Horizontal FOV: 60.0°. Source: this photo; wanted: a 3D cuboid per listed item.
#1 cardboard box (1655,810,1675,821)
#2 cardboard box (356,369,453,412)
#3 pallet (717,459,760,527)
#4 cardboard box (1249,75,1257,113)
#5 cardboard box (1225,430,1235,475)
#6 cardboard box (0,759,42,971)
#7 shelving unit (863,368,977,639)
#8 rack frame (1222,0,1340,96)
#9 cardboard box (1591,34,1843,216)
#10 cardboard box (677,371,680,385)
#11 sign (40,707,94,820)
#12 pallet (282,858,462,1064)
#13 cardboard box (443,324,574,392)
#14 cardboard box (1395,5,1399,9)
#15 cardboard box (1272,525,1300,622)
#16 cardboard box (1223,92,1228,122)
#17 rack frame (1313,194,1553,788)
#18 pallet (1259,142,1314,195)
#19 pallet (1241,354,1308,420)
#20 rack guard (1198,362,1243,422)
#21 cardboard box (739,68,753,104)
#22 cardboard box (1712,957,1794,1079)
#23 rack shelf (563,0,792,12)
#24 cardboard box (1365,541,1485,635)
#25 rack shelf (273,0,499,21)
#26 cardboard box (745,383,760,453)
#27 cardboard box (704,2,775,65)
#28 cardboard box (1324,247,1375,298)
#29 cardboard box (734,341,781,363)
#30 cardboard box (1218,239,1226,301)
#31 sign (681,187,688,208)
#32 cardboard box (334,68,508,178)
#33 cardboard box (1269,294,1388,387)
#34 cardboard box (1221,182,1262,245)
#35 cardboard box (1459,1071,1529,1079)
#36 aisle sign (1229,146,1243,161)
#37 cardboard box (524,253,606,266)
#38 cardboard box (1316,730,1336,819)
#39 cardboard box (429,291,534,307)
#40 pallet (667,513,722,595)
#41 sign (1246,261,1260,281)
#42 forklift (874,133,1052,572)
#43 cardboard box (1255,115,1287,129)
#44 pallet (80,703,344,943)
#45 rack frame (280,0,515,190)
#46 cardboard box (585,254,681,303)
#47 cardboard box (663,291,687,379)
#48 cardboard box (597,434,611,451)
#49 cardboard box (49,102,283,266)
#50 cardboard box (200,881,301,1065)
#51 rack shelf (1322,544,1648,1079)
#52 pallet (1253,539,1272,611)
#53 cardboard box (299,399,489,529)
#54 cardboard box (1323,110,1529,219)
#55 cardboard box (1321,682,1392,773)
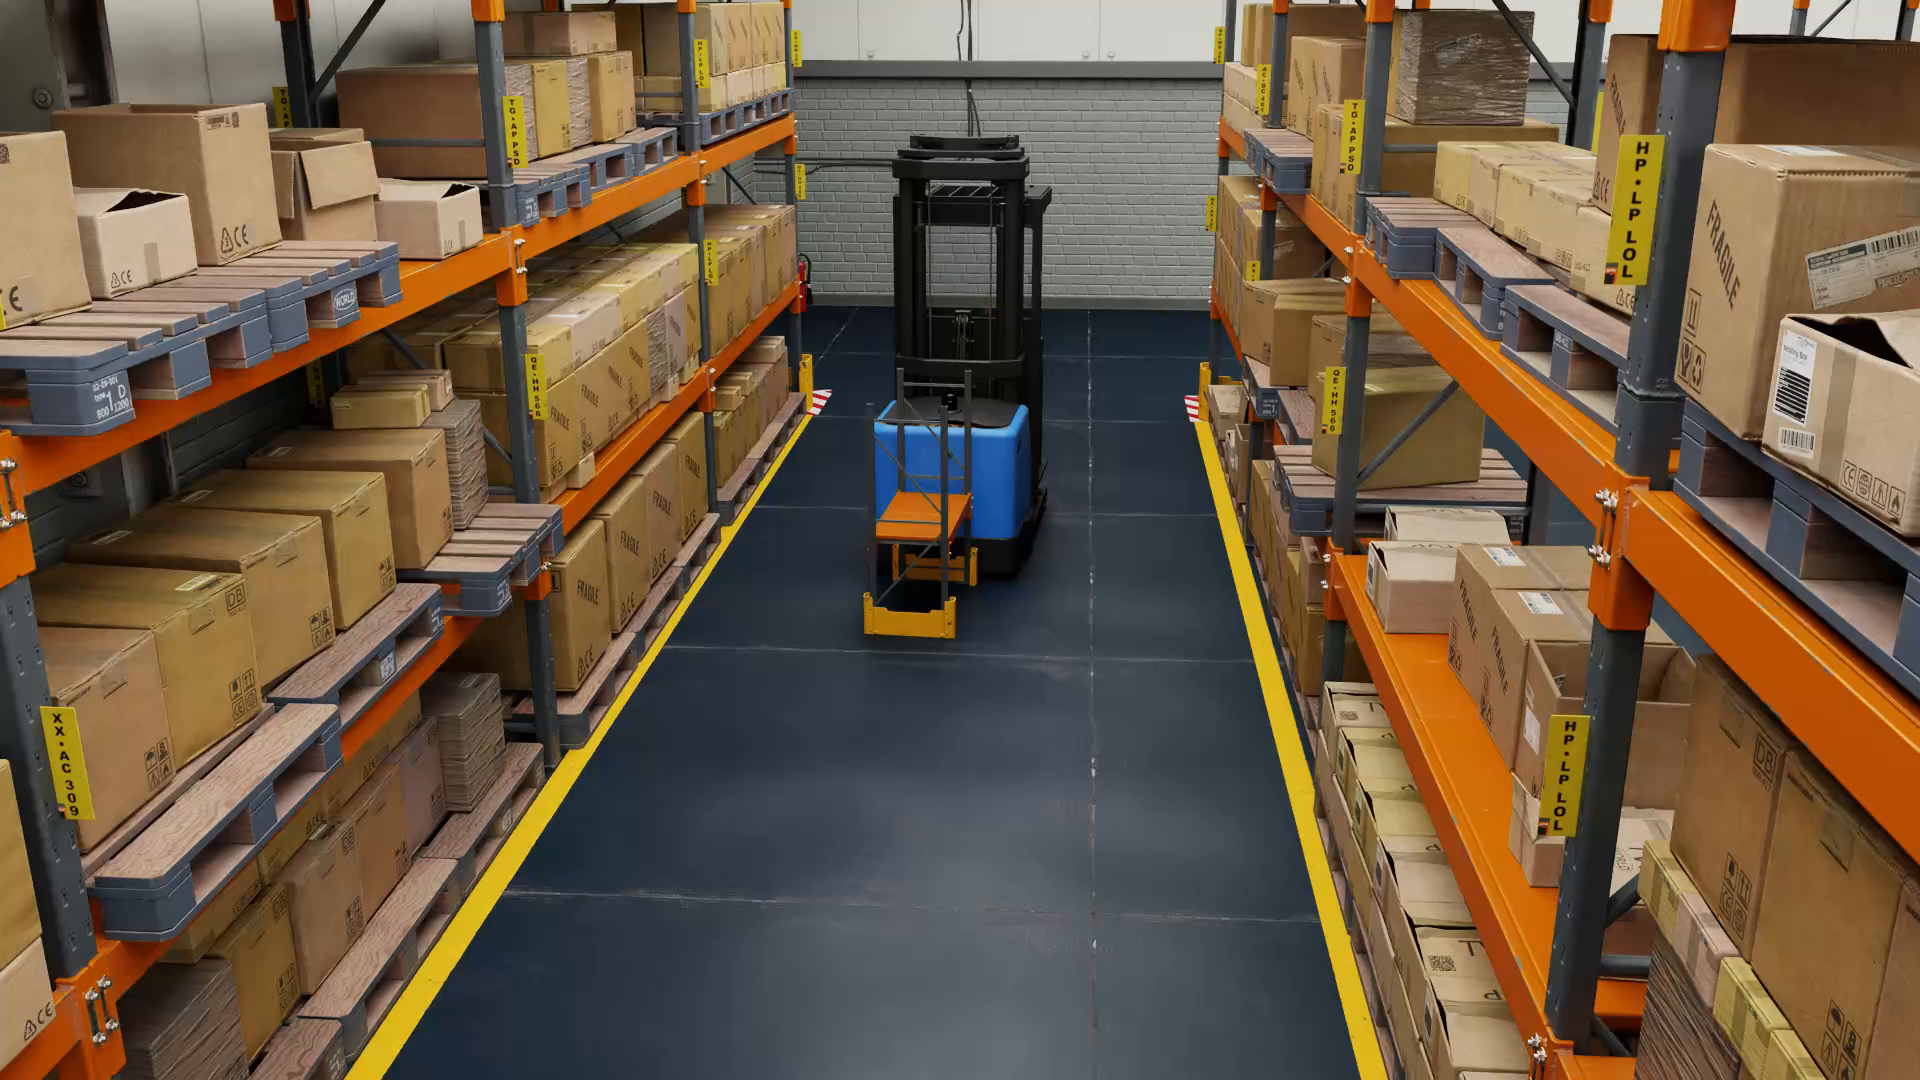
[{"bbox_3d":[2.299,0.953,5.101,0.380,0.149,0.250,1,18,4],"label":"cardboard box"},{"bbox_3d":[-2.618,-0.705,7.847,0.380,0.149,0.250,-1,18,-3],"label":"cardboard box"},{"bbox_3d":[-2.204,-0.399,13.302,1.003,0.211,1.213,1,18,4],"label":"pallet"},{"bbox_3d":[2.408,-3.284,12.250,0.500,0.250,0.500,1,18,4],"label":"cardboard box"},{"bbox_3d":[2.416,-0.728,13.439,0.500,0.311,0.500,1,18,4],"label":"cardboard box"},{"bbox_3d":[-2.635,0.854,4.004,0.500,0.500,0.500,1,18,4],"label":"cardboard box"},{"bbox_3d":[-0.247,-0.268,10.832,0.587,1.500,1.083,3,18,8],"label":"shelving unit"},{"bbox_3d":[2.892,-5.474,14.676,1.000,3.000,0.127,1,18,4],"label":"rack frame"},{"bbox_3d":[2.133,-1.174,4.733,0.500,0.500,0.500,3,18,9],"label":"cardboard box"},{"bbox_3d":[-2.136,-1.110,11.366,0.380,0.149,0.250,2,18,6],"label":"cardboard box"},{"bbox_3d":[-2.368,0.593,4.405,0.100,0.325,0.005,1,18,4],"label":"sign"},{"bbox_3d":[-2.771,1.698,6.902,1.003,0.211,1.213,1,18,4],"label":"pallet"},{"bbox_3d":[-2.331,-0.946,8.620,0.500,0.250,0.500,2,18,5],"label":"cardboard box"},{"bbox_3d":[2.779,-3.633,12.108,0.700,0.500,0.500,1,18,4],"label":"cardboard box"},{"bbox_3d":[2.220,0.221,10.239,0.500,0.500,0.500,1,18,2],"label":"cardboard box"},{"bbox_3d":[2.601,-3.823,14.697,0.500,0.250,0.500,1,18,4],"label":"cardboard box"},{"bbox_3d":[2.318,-0.138,8.027,1.000,3.000,0.127,1,18,4],"label":"rack frame"},{"bbox_3d":[2.417,-2.193,9.784,1.213,0.211,1.003,1,18,4],"label":"pallet"},{"bbox_3d":[2.439,-1.043,11.099,1.003,0.211,1.213,1,18,4],"label":"pallet"},{"bbox_3d":[2.886,-1.411,15.927,1.175,0.500,0.348,1,18,4],"label":"rack guard"},{"bbox_3d":[-1.944,-3.617,13.234,0.500,0.250,0.500,1,18,2],"label":"cardboard box"},{"bbox_3d":[1.784,0.986,3.395,0.380,0.149,0.250,1,18,2],"label":"cardboard box"},{"bbox_3d":[-2.193,-4.430,13.288,1.077,0.370,4.000,1,18,4],"label":"rack shelf"},{"bbox_3d":[2.061,0.178,7.207,0.500,0.311,0.500,1,18,3],"label":"cardboard box"},{"bbox_3d":[-2.767,-1.945,5.706,1.077,0.370,4.000,1,18,4],"label":"rack shelf"},{"bbox_3d":[-2.102,-1.047,14.141,0.700,0.500,0.500,2,18,5],"label":"cardboard box"},{"bbox_3d":[-1.877,-4.301,14.117,0.500,0.500,0.500,2,18,6],"label":"cardboard box"},{"bbox_3d":[2.919,-2.043,12.075,0.500,0.500,0.500,2,18,5],"label":"cardboard box"},{"bbox_3d":[-1.845,-1.709,15.120,0.380,0.149,0.250,2,18,5],"label":"cardboard box"},{"bbox_3d":[2.565,-2.378,14.703,0.500,0.500,0.500,1,18,3],"label":"cardboard box"},{"bbox_3d":[-2.603,-3.195,15.840,0.100,0.325,0.005,1,18,4],"label":"sign"},{"bbox_3d":[-2.646,-2.079,8.265,0.700,0.500,0.500,0,18,0],"label":"cardboard box"},{"bbox_3d":[2.362,-1.270,10.648,0.700,0.500,0.500,4,19,13],"label":"cardboard box"},{"bbox_3d":[2.567,-2.851,14.540,0.500,0.500,0.500,1,18,4],"label":"cardboard box"},{"bbox_3d":[1.774,1.813,4.915,0.500,0.311,0.500,1,18,4],"label":"cardboard box"},{"bbox_3d":[2.604,-3.886,15.290,0.394,0.787,0.004,1,18,4],"label":"aisle sign"},{"bbox_3d":[-2.660,-1.745,11.056,0.500,0.250,0.500,1,18,5],"label":"cardboard box"},{"bbox_3d":[1.988,1.125,7.914,0.500,0.250,0.500,1,18,4],"label":"cardboard box"},{"bbox_3d":[-2.769,-1.269,9.604,0.500,0.250,0.500,1,18,3],"label":"cardboard box"},{"bbox_3d":[-2.317,0.077,11.850,1.003,0.211,1.213,1,18,4],"label":"pallet"},{"bbox_3d":[2.063,-1.802,11.714,0.100,0.325,0.005,1,18,4],"label":"sign"},{"bbox_3d":[0.094,-1.587,12.558,1.130,2.935,3.031,3,18,8],"label":"forklift"},{"bbox_3d":[2.374,-2.892,11.854,0.500,0.250,0.500,1,18,4],"label":"cardboard box"},{"bbox_3d":[-2.710,0.852,5.314,1.003,0.211,1.213,1,18,4],"label":"pallet"},{"bbox_3d":[-2.623,-3.098,7.427,1.000,3.000,0.127,1,18,4],"label":"rack frame"},{"bbox_3d":[-2.161,-1.735,11.027,0.500,0.250,0.500,2,18,5],"label":"cardboard box"},{"bbox_3d":[-2.145,-1.381,11.149,0.500,0.500,0.500,1,18,4],"label":"cardboard box"},{"bbox_3d":[-2.304,-0.635,9.915,0.380,0.149,0.250,2,18,5],"label":"cardboard box"},{"bbox_3d":[-2.703,-1.229,5.704,0.500,0.500,0.500,1,18,2],"label":"cardboard box"},{"bbox_3d":[-2.887,1.583,6.083,0.700,0.500,0.500,1,18,3],"label":"cardboard box"},{"bbox_3d":[2.175,0.825,6.244,1.077,0.370,4.000,1,18,4],"label":"rack shelf"},{"bbox_3d":[2.584,0.198,11.479,1.003,0.211,1.213,1,18,4],"label":"pallet"},{"bbox_3d":[-2.647,-0.358,7.831,0.700,0.500,0.500,-1,18,-3],"label":"cardboard box"},{"bbox_3d":[2.352,-1.906,8.444,0.910,0.500,0.500,1,18,4],"label":"cardboard box"},{"bbox_3d":[1.988,0.859,7.826,0.500,0.311,0.500,2,18,6],"label":"cardboard box"}]
